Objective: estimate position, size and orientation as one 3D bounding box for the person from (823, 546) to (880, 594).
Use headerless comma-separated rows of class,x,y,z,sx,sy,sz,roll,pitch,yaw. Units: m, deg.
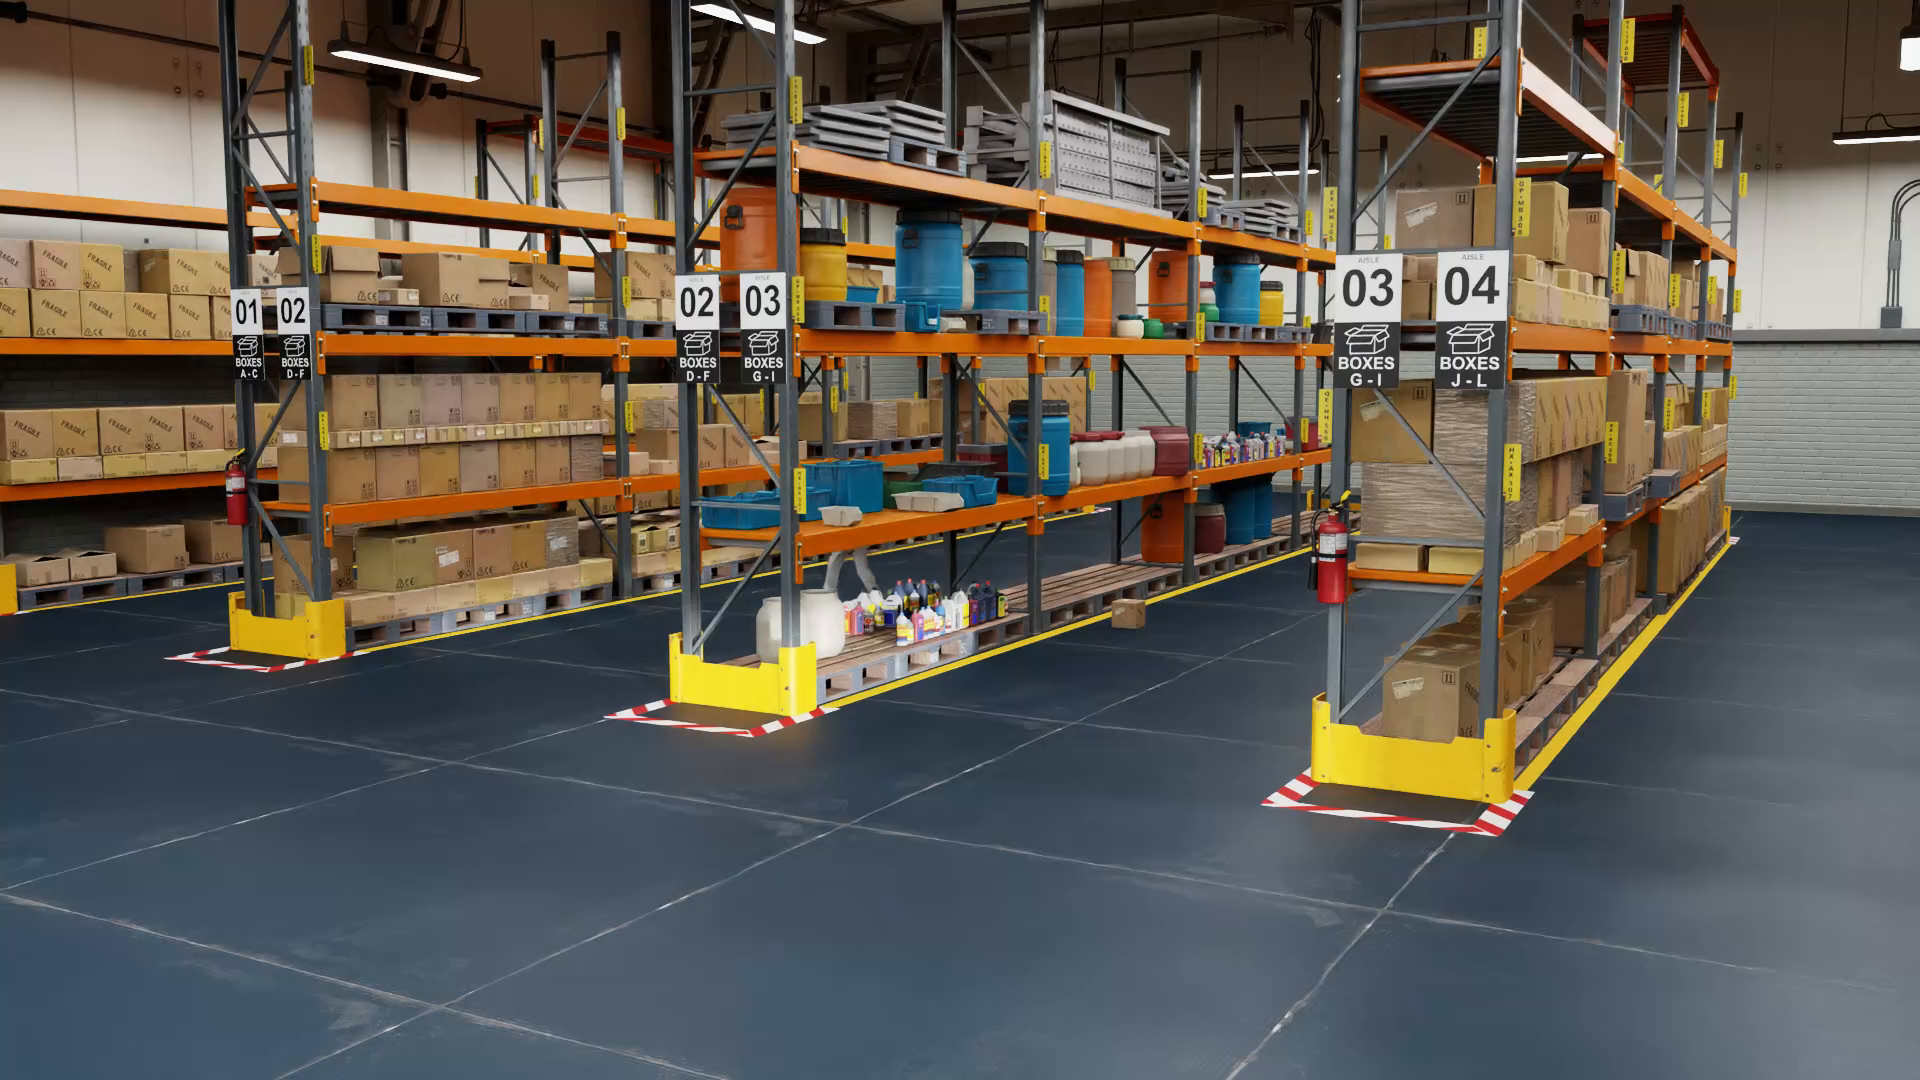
person,-1.140,-0.009,16.509,0.882,1.556,0.462,-4,8,-36
